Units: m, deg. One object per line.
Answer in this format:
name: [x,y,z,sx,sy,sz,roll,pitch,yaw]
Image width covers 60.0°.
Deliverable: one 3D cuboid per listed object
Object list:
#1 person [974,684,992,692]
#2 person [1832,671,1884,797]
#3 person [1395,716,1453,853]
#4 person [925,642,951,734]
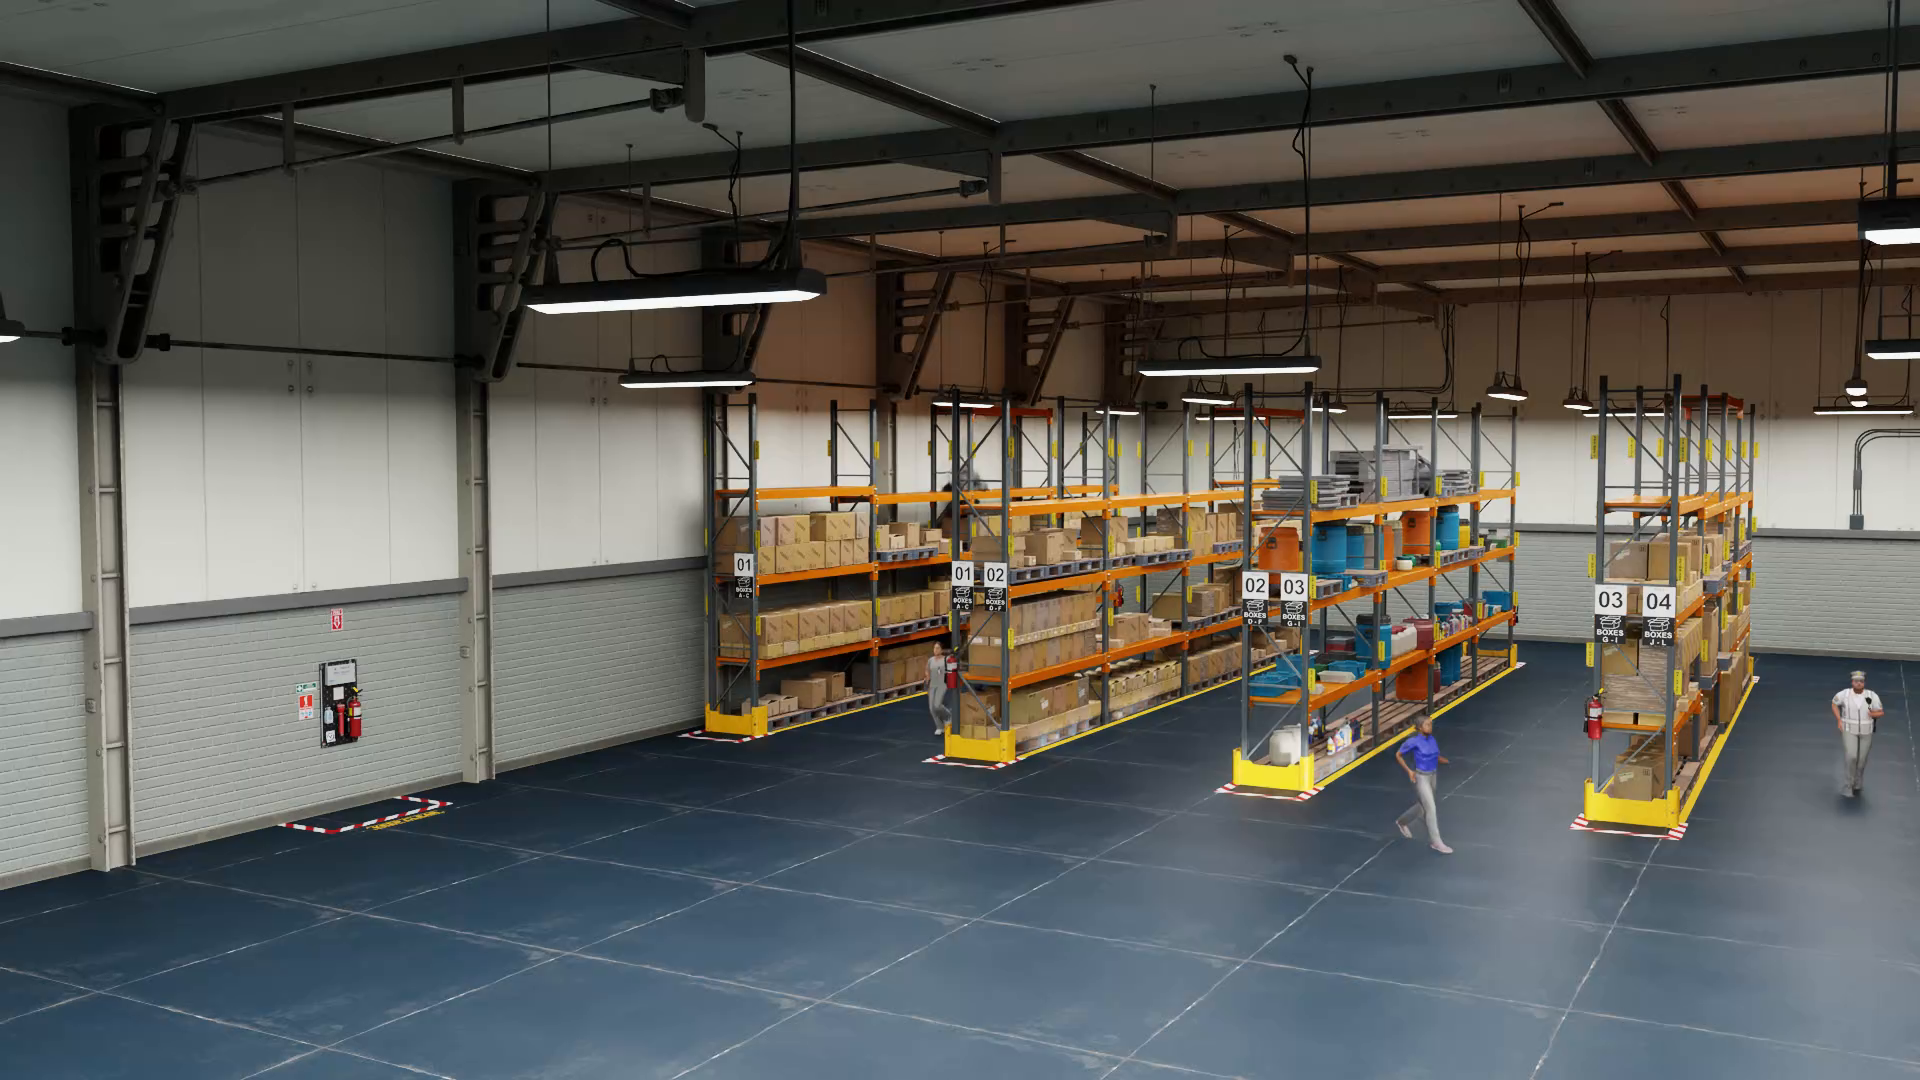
person: [0.480,2.488,31.866,0.605,1.582,0.578,1,3,23]
person: [13.059,2.817,24.182,0.644,1.853,0.770,1,3,19]
person: [5.818,3.027,20.858,0.577,1.641,0.921,-2,4,-38]
person: [-0.386,2.608,29.257,0.558,1.631,0.555,2,3,26]
